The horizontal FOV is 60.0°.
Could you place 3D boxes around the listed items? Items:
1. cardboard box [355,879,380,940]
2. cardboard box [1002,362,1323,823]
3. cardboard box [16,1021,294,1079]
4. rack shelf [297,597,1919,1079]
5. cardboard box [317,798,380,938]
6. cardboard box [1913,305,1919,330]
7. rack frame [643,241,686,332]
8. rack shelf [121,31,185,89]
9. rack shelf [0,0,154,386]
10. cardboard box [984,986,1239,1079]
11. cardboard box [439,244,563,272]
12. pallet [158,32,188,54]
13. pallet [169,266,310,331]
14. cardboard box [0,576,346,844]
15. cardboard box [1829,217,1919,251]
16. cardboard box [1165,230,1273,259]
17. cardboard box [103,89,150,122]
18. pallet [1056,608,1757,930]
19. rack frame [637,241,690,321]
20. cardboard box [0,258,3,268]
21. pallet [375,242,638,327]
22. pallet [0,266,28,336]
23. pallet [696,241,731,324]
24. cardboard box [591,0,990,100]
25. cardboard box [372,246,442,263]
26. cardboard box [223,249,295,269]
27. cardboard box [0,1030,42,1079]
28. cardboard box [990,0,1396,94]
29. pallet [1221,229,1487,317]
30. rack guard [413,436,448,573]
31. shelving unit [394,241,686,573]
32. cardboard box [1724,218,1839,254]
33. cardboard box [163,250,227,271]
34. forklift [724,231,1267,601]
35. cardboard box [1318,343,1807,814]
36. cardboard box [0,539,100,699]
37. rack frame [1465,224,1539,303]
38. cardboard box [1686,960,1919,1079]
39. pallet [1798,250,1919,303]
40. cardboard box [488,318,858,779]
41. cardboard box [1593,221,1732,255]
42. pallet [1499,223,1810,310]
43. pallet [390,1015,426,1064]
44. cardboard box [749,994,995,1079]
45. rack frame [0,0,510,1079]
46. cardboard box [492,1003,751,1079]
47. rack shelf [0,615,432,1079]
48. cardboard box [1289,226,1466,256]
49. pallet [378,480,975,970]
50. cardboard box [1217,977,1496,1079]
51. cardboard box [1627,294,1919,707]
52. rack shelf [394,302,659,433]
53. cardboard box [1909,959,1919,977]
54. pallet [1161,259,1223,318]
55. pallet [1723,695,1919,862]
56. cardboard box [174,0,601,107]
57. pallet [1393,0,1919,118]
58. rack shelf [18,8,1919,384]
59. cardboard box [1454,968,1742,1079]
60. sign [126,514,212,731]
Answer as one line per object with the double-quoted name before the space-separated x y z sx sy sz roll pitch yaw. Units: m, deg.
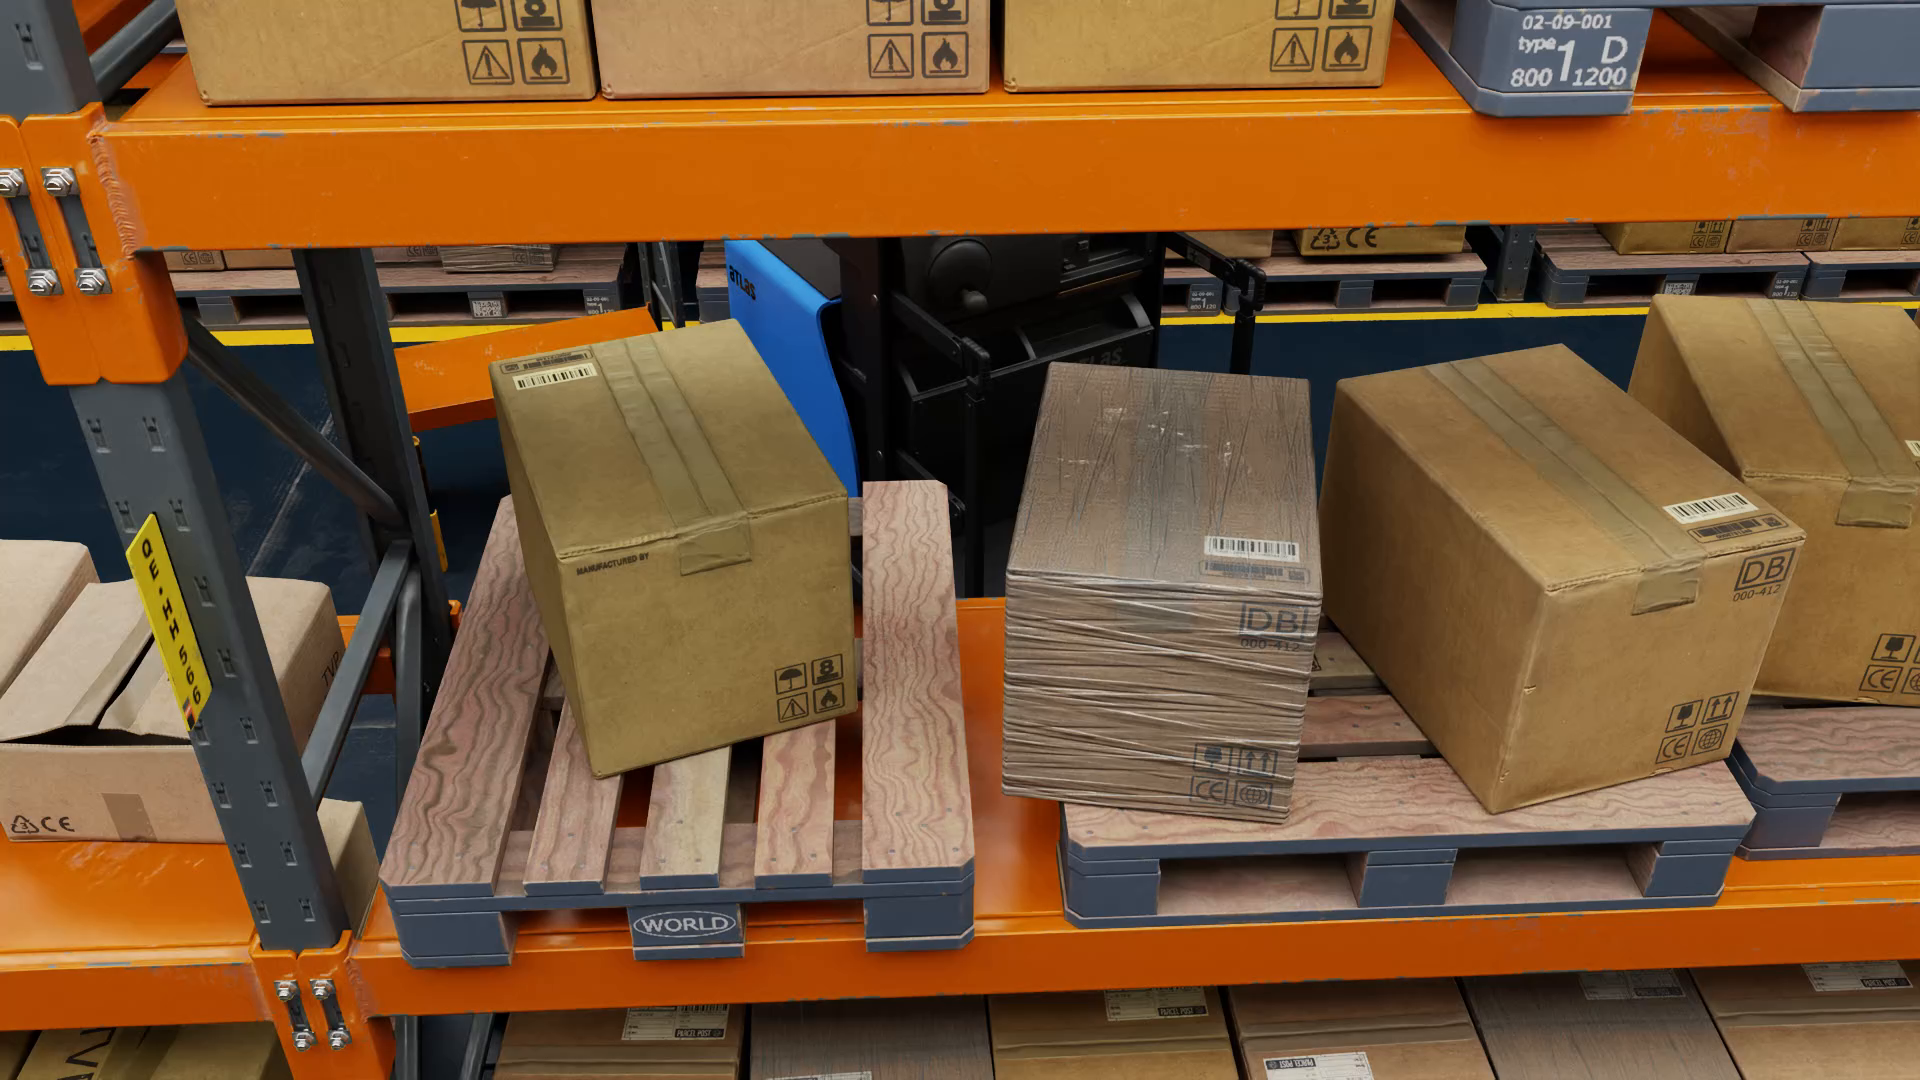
"cardboard box" -1.714 1.089 4.087 0.500 0.250 0.500 -2 35 -2
"cardboard box" 0.370 0.073 3.051 0.500 0.500 0.700 5 35 7
"cardboard box" -1.688 1.166 3.484 0.500 0.311 0.500 -1 35 -1
"rack shelf" 0.821 0.526 3.486 4.000 0.370 1.077 -2 35 -2
"cardboard box" -1.714 0.859 3.927 0.500 0.311 0.500 0 35 -1
"cardboard box" 2.335 -0.152 3.376 0.500 0.500 0.700 -13 37 -18
"rack frame" -1.089 -0.857 6.171 0.032 1.500 0.500 -13 37 -18
"rack shelf" -3.413 -2.182 7.399 4.000 0.370 1.077 -2 35 -2
"rack shelf" -3.174 -0.599 2.477 4.000 0.370 1.077 -2 35 -2
"cardboard box" 0.316 1.254 3.613 0.500 0.500 0.500 -2 35 -3
"cardboard box" -2.131 -1.635 7.787 0.500 0.500 0.700 -1 35 -2
"pallet" -3.390 -2.376 7.216 1.213 0.211 1.003 -2 35 -2
"pallet" -3.411 -1.333 7.991 1.213 0.211 1.003 -2 35 -2
"cardboard box" -1.542 0.306 3.250 0.500 0.311 0.500 1 35 1
"cardboard box" 4.347 -1.770 7.999 0.500 0.500 0.700 -1 35 -1
"cardboard box" 1.050 -1.811 7.751 0.750 0.750 0.750 -1 35 -1
"cardboard box" -3.717 -1.944 7.575 0.500 0.250 0.500 -2 35 -4
"pallet" 0.766 0.308 3.337 1.213 0.211 1.003 -2 35 -2
"rack frame" -1.415 -2.531 7.272 0.127 3.000 1.000 -2 35 -2
"cardboard box" -4.676 -1.606 7.745 0.500 0.500 0.700 0 35 -1
"pallet" -2.195 -1.365 8.036 1.213 0.211 1.003 -2 35 -2
"pallet" -4.633 -1.299 7.941 1.213 0.211 1.003 -2 35 -2
"pallet" -0.624 -1.363 8.034 1.213 0.211 1.003 -2 35 -2
"cardboard box" -0.233 -1.035 2.386 0.500 0.500 0.910 -2 35 -2
"cardboard box" -2.652 -1.688 7.863 0.500 0.500 0.700 -2 35 -2
"cardboard box" -3.147 -1.658 7.820 0.500 0.500 0.700 -2 35 -2
"cardboard box" -2.207 1.184 3.458 0.500 0.311 0.500 -2 35 -3
"cardboard box" 0.287 -1.049 2.406 0.500 0.500 0.910 -2 35 -2
"pallet" 1.814 -1.429 8.129 1.213 0.211 1.003 -2 35 -2
"rack guard" -2.016 -0.135 6.225 0.087 0.250 0.587 -13 37 -18
"shelving unit" -1.553 -0.753 6.020 1.083 1.500 0.587 -13 37 -18
"cardboard box" 3.835 -1.758 7.981 0.500 0.500 0.700 -2 35 -3
"cardboard box" -3.651 -1.639 7.793 0.500 0.500 0.700 -1 35 -2
"forklift" 0.326 -0.903 4.979 1.130 2.935 3.031 -19 39 -25
"cardboard box" 1.057 0.045 3.092 0.500 0.500 0.700 -10 36 -14
"cardboard box" -2.079 0.235 3.353 0.500 0.311 0.500 -2 35 -3
"rack frame" 2.581 -2.639 7.428 0.127 3.000 1.000 -2 35 -2
"cardboard box" 1.845 1.208 3.678 0.500 0.500 0.500 -1 35 -2
"pallet" 4.566 -1.503 8.236 1.213 0.211 1.003 -2 35 -2
"cardboard box" -0.553 -0.010 3.172 0.500 0.500 0.700 -13 37 -18
"cardboard box" 3.333 -1.746 7.964 0.500 0.500 0.700 -1 35 -2
"pallet" 3.344 -1.469 8.187 1.213 0.211 1.003 -2 35 -2
"pallet" -2.001 1.431 3.997 1.213 0.211 1.003 -2 35 -2
"cardboard box" -0.186 1.264 3.597 0.500 0.500 0.500 -3 35 -4
"rack frame" -1.177 0.284 3.203 0.127 3.000 1.000 -2 35 -2
"cardboard box" -0.708 1.281 3.572 0.500 0.500 0.500 0 35 0
"rack shelf" -3.174 0.634 3.330 4.000 0.370 1.077 -2 35 -2
"cardboard box" 1.938 -1.836 7.788 0.750 0.750 0.750 -1 35 -2
"pallet" -0.503 0.305 3.342 1.003 0.211 1.213 -2 35 -2
"cardboard box" 0.837 1.237 3.637 0.500 0.500 0.500 -3 35 -4
"cardboard box" 1.651 -0.097 3.297 0.500 0.500 0.700 4 35 5
"rack shelf" -1.561 -0.603 6.119 1.000 0.185 0.538 -13 37 -18
"cardboard box" 2.340 1.200 3.691 0.500 0.500 0.500 -2 35 -2
"pallet" 0.592 -1.394 8.079 1.213 0.211 1.003 -2 35 -2
"pallet" 2.016 0.215 3.472 1.213 0.211 1.003 -2 35 -2
"cardboard box" -0.742 -1.021 2.366 0.500 0.500 0.910 -2 35 -2
"pallet" 1.128 -0.972 2.548 1.003 0.211 1.213 -2 35 -2
"rack shelf" 0.821 -0.707 2.632 4.000 0.370 1.077 -2 35 -2
"cardboard box" 1.345 1.222 3.659 0.500 0.500 0.500 -1 35 -2
"sign" -1.147 0.124 2.418 0.005 0.325 0.100 -2 35 -2
